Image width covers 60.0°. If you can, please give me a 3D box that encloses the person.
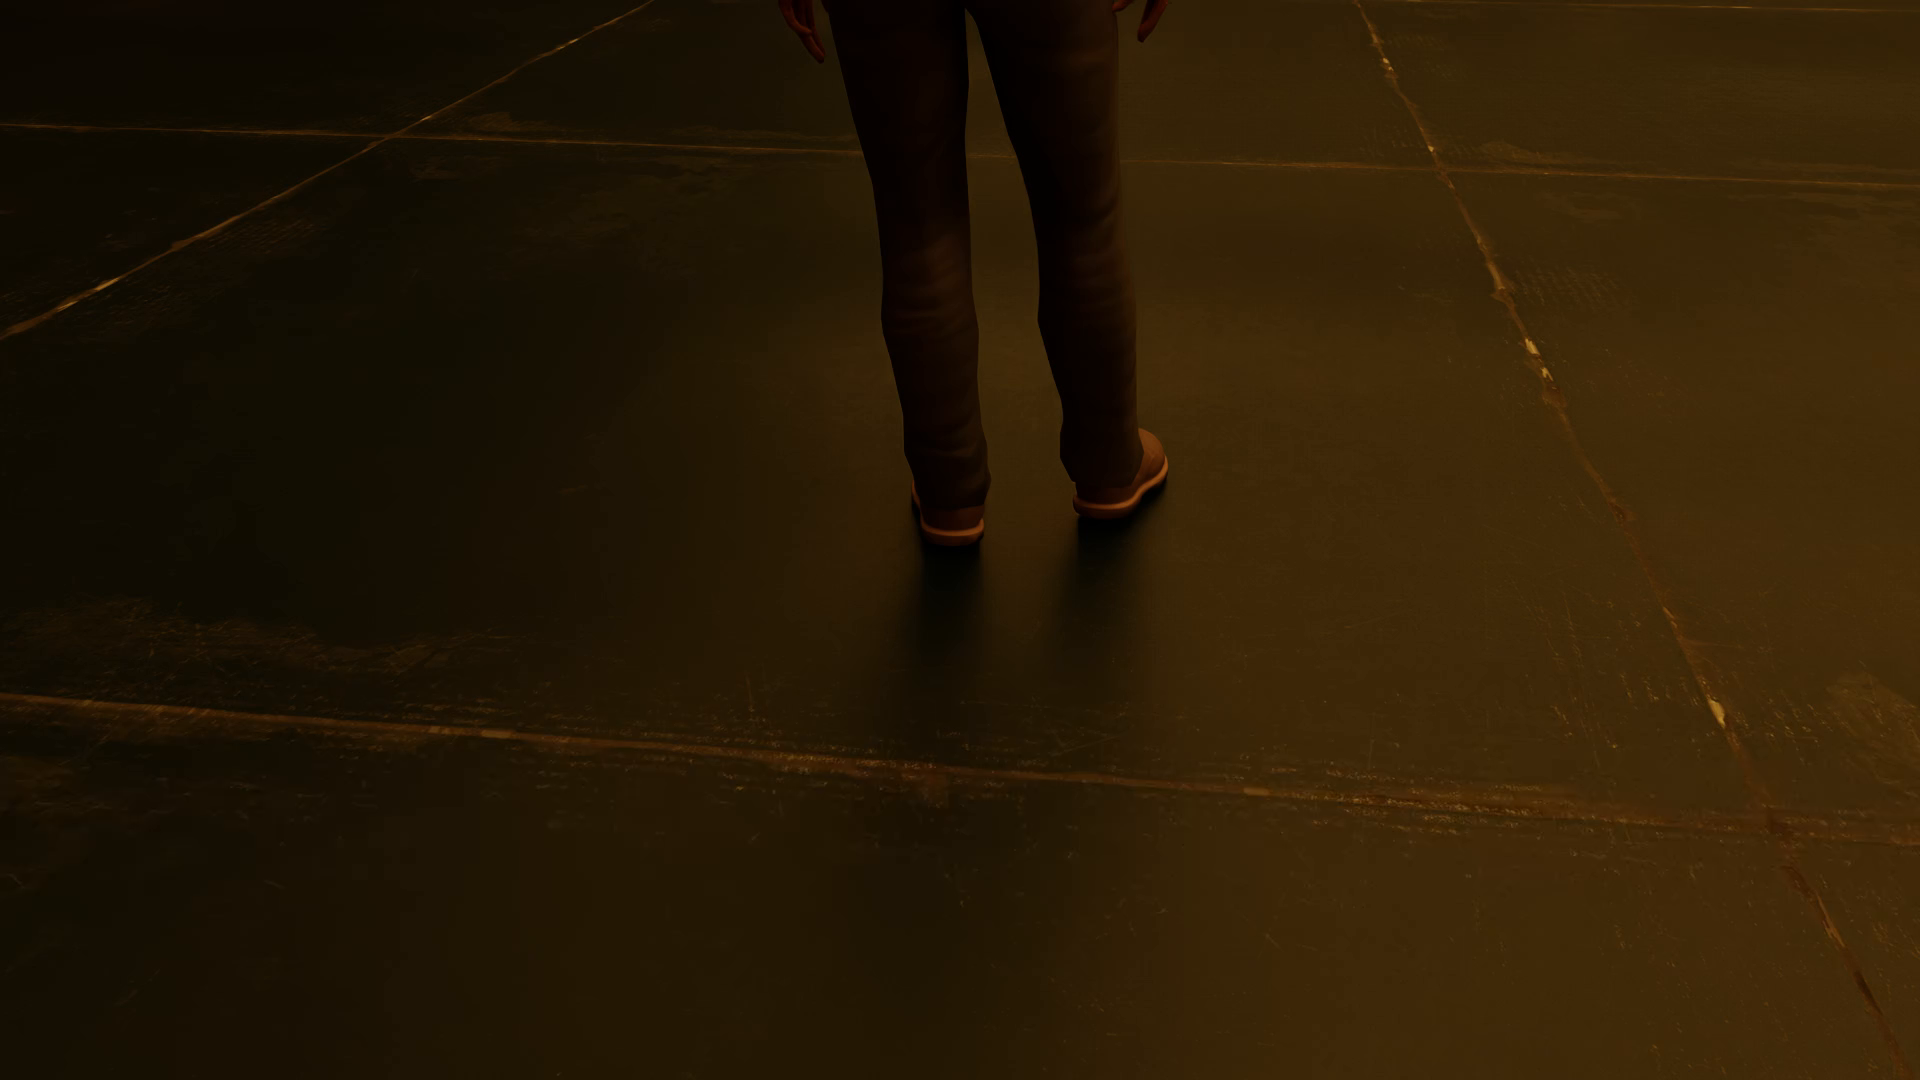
[{"bbox_3d":[0.032,-0.785,2.203,0.569,1.656,0.503,3,27,7],"label":"person"}]
